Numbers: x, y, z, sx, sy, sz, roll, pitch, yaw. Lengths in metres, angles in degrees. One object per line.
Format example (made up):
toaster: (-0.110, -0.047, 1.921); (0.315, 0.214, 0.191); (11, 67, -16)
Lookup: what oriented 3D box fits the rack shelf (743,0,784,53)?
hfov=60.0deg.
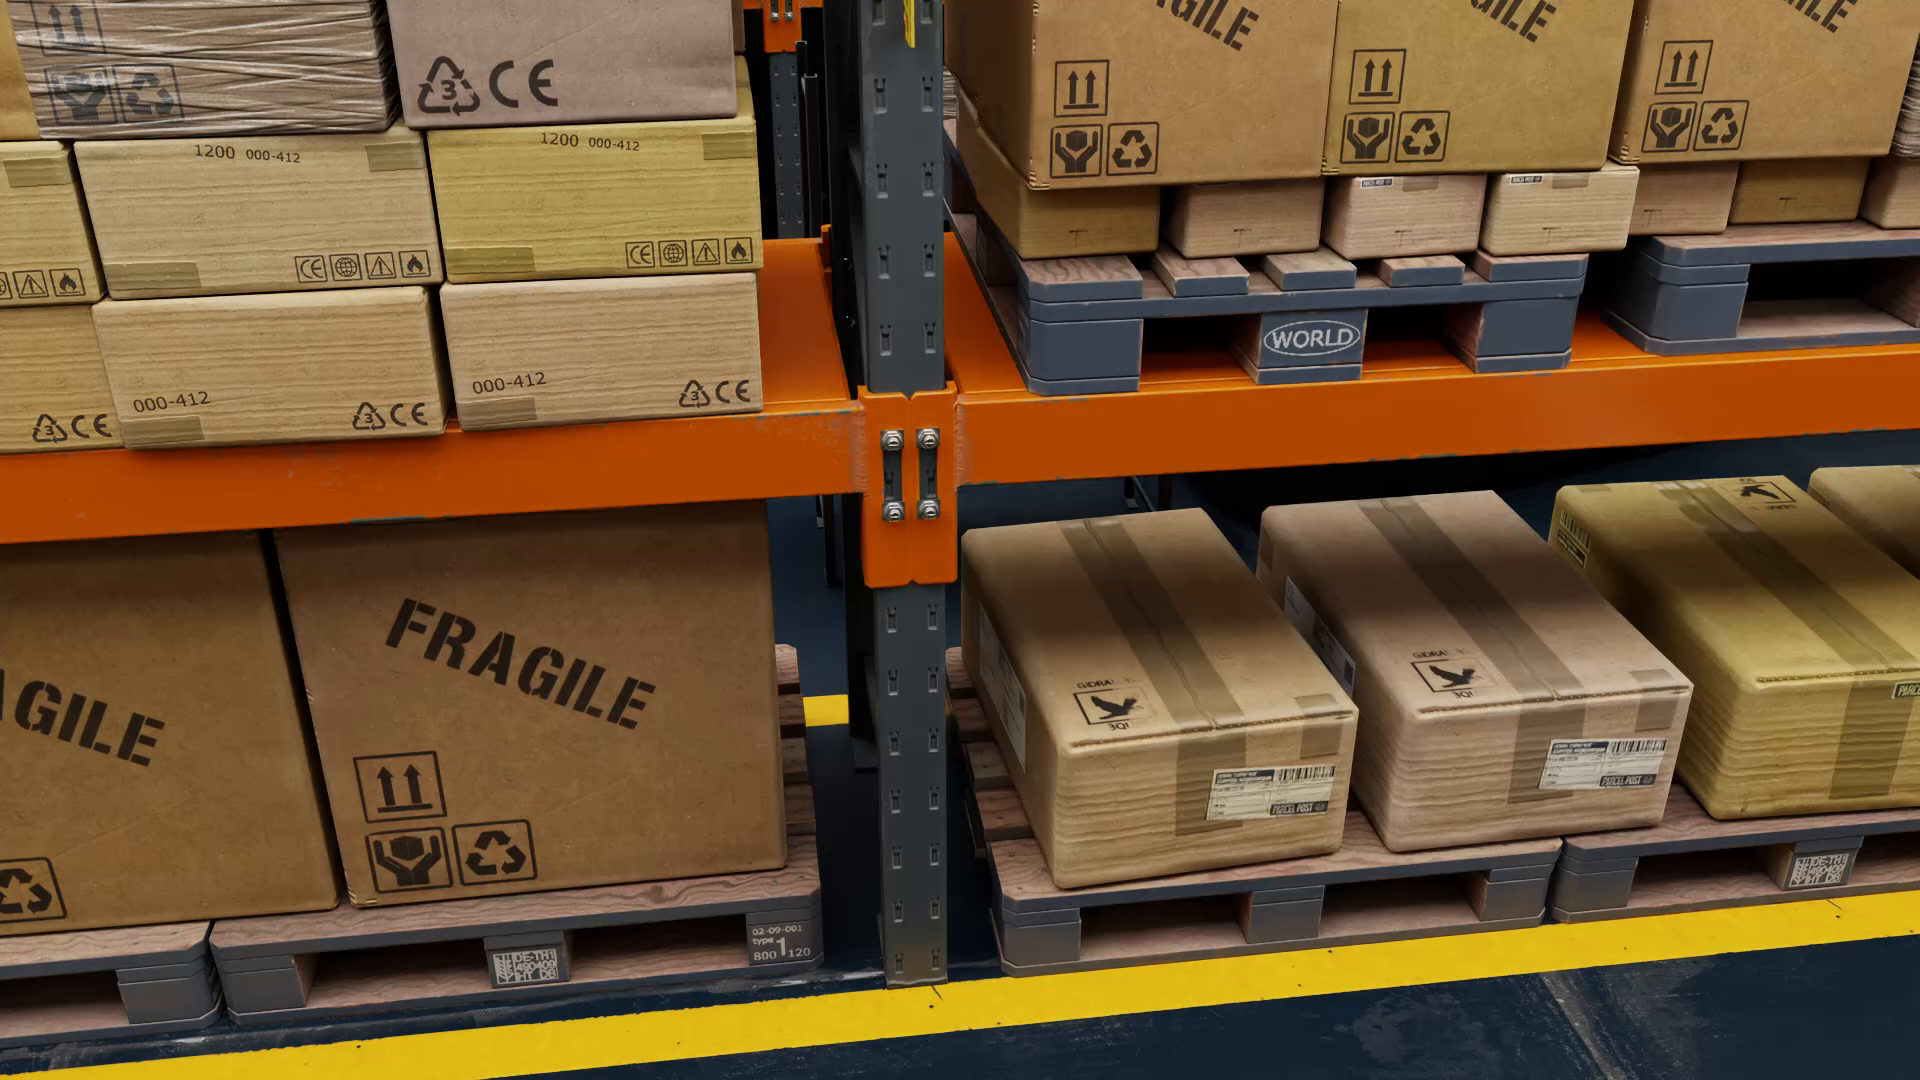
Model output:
rack shelf: (-2.833, -2.431, 7.489); (4.000, 0.370, 1.077); (-4, 27, -7)

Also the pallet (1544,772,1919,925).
pallet: (1.822, 0.481, 4.081); (1.213, 0.211, 1.003); (-4, 27, -7)

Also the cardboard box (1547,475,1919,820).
cardboard box: (1.885, 0.220, 3.953); (0.625, 0.372, 0.950); (-3, 27, -5)

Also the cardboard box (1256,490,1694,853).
cardboard box: (1.133, 0.266, 3.864); (0.625, 0.372, 0.950); (-4, 27, -8)

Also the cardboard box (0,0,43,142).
cardboard box: (-1.633, -0.908, 2.528); (0.500, 0.500, 0.500); (-4, 27, -7)

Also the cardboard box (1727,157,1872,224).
cardboard box: (1.529, -0.740, 3.221); (0.250, 0.149, 0.380); (-3, 27, -5)

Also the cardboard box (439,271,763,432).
cardboard box: (-0.622, -0.418, 2.943); (0.500, 0.250, 0.500); (-5, 28, -9)

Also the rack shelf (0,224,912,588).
rack shelf: (-2.138, -0.187, 3.117); (4.000, 0.370, 1.077); (-4, 27, -7)

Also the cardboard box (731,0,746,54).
cardboard box: (-0.680, -1.203, 3.104); (0.500, 0.500, 0.500); (-5, 28, -9)

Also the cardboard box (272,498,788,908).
cardboard box: (-0.853, 0.131, 3.577); (0.875, 0.875, 0.875); (-4, 27, -8)

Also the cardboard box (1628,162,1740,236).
cardboard box: (1.255, -0.704, 3.152); (0.250, 0.149, 0.380); (-2, 27, -4)

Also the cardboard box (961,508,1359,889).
cardboard box: (0.403, 0.317, 3.766); (0.625, 0.372, 0.950); (-5, 28, -11)

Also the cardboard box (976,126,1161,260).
cardboard box: (0.190, -0.646, 3.038); (0.250, 0.149, 0.380); (-5, 28, -10)

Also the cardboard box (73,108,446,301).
cardboard box: (-1.109, -0.610, 2.770); (0.500, 0.250, 0.500); (-4, 27, -8)

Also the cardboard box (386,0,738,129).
cardboard box: (-0.633, -0.972, 2.655); (0.500, 0.500, 0.500); (-4, 27, -9)

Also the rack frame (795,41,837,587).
rack frame: (-0.419, -0.640, 4.855); (0.032, 1.500, 0.500); (-4, 27, -7)

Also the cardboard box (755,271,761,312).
cardboard box: (-0.677, -0.650, 3.396); (0.500, 0.250, 0.500); (-4, 27, -8)

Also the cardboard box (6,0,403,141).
cardboard box: (-1.140, -0.936, 2.584); (0.500, 0.500, 0.500); (-3, 27, -6)

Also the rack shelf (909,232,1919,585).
rack shelf: (1.823, -0.441, 3.613); (4.000, 0.370, 1.077); (-4, 27, -7)

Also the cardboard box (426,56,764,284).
cardboard box: (-0.602, -0.644, 2.837); (0.500, 0.250, 0.500); (-4, 27, -7)

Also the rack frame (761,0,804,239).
rack frame: (-0.853, -2.878, 7.573); (0.127, 3.000, 1.000); (-4, 27, -7)

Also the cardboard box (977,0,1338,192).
cardboard box: (0.320, -0.922, 2.866); (0.500, 0.500, 0.500); (-4, 27, -9)

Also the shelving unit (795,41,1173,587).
shelving unit: (0.084, -0.673, 4.918); (1.048, 1.500, 0.538); (-4, 27, -7)

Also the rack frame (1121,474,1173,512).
rack frame: (0.588, -0.705, 4.981); (0.032, 1.500, 0.500); (-4, 27, -7)

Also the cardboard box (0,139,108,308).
cardboard box: (-1.613, -0.568, 2.688); (0.500, 0.250, 0.500); (-4, 27, -8)

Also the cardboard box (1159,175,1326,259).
cardboard box: (0.475, -0.649, 3.044); (0.250, 0.149, 0.380); (-5, 28, -10)

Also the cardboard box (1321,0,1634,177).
cardboard box: (0.835, -0.958, 2.937); (0.500, 0.500, 0.500); (-2, 27, -4)

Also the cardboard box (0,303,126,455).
cardboard box: (-1.627, -0.354, 2.818); (0.500, 0.250, 0.500); (-4, 27, -8)

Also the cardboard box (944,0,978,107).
cardboard box: (0.254, -1.153, 3.315); (0.500, 0.500, 0.500); (-4, 27, -9)

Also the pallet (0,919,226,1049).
pallet: (-2.154, 0.699, 3.657); (1.213, 0.211, 1.003); (-4, 27, -7)

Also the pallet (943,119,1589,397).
pallet: (0.533, -0.642, 3.426); (1.003, 0.211, 1.213); (-4, 27, -7)

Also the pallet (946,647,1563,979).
pallet: (0.616, 0.557, 3.933); (1.213, 0.211, 1.003); (-4, 27, -7)

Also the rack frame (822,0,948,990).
rack frame: (-0.158, -0.634, 3.200); (0.127, 3.000, 1.000); (-4, 27, -7)

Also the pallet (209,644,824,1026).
pallet: (-0.949, 0.622, 3.806); (1.213, 0.211, 1.003); (-4, 27, -7)

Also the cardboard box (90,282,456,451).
cardboard box: (-1.126, -0.378, 2.866); (0.500, 0.250, 0.500); (-3, 27, -6)

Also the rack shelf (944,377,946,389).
rack shelf: (0.084, -0.513, 5.000); (1.000, 0.185, 0.538); (-4, 27, -7)

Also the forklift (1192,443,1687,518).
forklift: (2.086, -1.804, 5.556); (3.031, 2.935, 1.130); (-13, 30, -24)

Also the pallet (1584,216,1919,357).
pallet: (1.797, -0.693, 3.526); (1.213, 0.211, 1.003); (-4, 27, -7)

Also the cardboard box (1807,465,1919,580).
cardboard box: (2.573, 0.175, 4.041); (0.625, 0.372, 0.950); (-2, 27, -4)

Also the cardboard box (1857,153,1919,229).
cardboard box: (1.797, -0.727, 3.196); (0.250, 0.149, 0.380); (-3, 27, -5)

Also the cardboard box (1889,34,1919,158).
cardboard box: (1.857, -1.023, 3.063); (0.500, 0.500, 0.500); (-5, 28, -9)

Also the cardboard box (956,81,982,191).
cardboard box: (0.134, -0.837, 3.410); (0.250, 0.149, 0.380); (-3, 27, -5)

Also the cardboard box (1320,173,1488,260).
cardboard box: (0.752, -0.645, 3.037); (0.250, 0.149, 0.380); (-5, 28, -10)

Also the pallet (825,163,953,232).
pallet: (-0.032, -1.672, 8.277); (1.213, 0.211, 1.003); (-4, 27, -7)

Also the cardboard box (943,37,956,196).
cardboard box: (-0.233, -2.042, 8.085); (0.625, 0.625, 0.875); (-3, 27, -5)

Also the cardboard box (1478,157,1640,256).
cardboard box: (1.027, -0.653, 3.053); (0.250, 0.149, 0.380); (-4, 27, -7)

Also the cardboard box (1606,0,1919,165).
cardboard box: (1.360, -0.995, 3.008); (0.500, 0.500, 0.500); (-3, 27, -6)

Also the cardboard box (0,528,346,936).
cardboard box: (-1.737, 0.185, 3.470); (0.875, 0.875, 0.875); (-3, 27, -6)

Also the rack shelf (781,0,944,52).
rack shelf: (1.128, -2.685, 7.985); (4.000, 0.370, 1.077); (-4, 27, -7)

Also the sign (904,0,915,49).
sign: (-0.077, -0.899, 2.447); (0.005, 0.325, 0.100); (-4, 27, -7)
